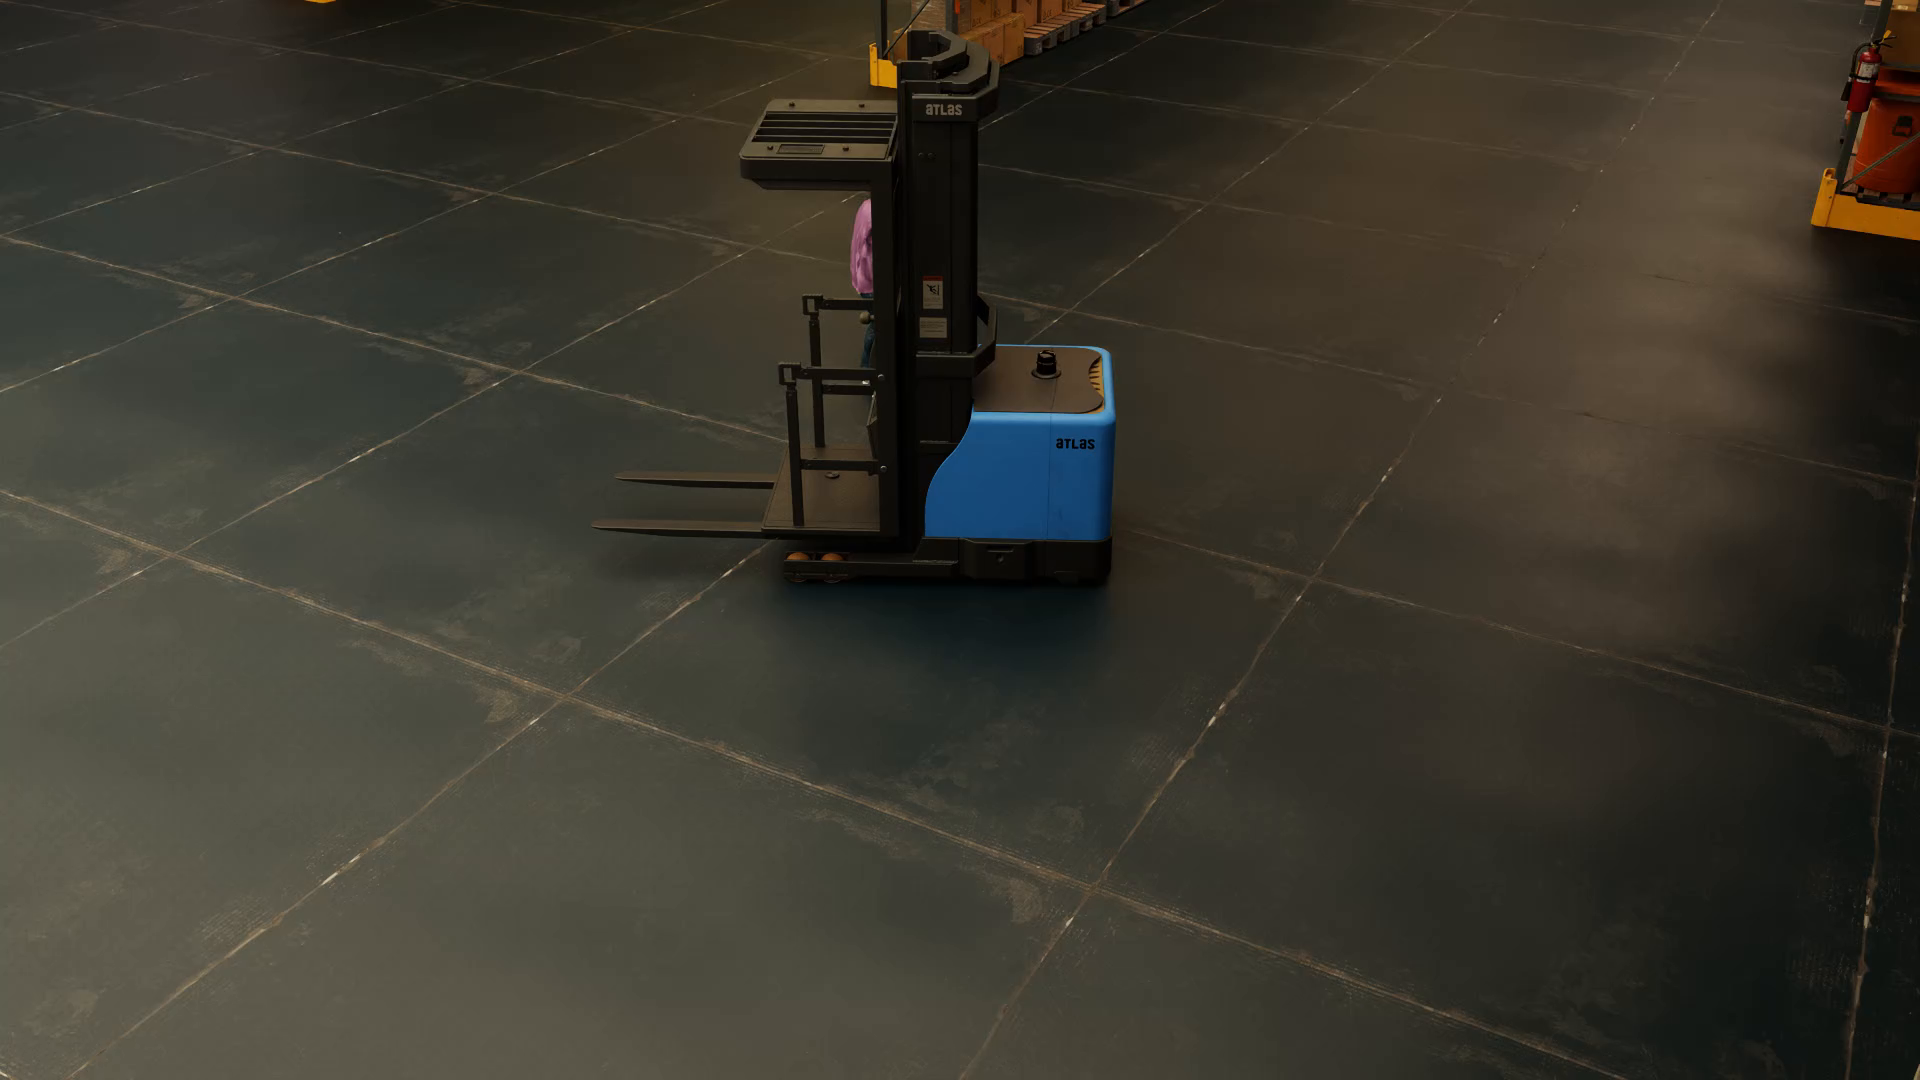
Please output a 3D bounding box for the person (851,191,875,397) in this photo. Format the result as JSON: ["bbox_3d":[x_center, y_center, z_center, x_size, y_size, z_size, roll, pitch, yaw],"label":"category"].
[{"bbox_3d":[-0.564,-1.760,11.459,0.344,1.594,0.465,-8,31,-13],"label":"person"}]

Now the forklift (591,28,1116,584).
[{"bbox_3d":[-0.626,-1.285,9.297,3.031,2.935,1.130,1,30,2],"label":"forklift"}]
